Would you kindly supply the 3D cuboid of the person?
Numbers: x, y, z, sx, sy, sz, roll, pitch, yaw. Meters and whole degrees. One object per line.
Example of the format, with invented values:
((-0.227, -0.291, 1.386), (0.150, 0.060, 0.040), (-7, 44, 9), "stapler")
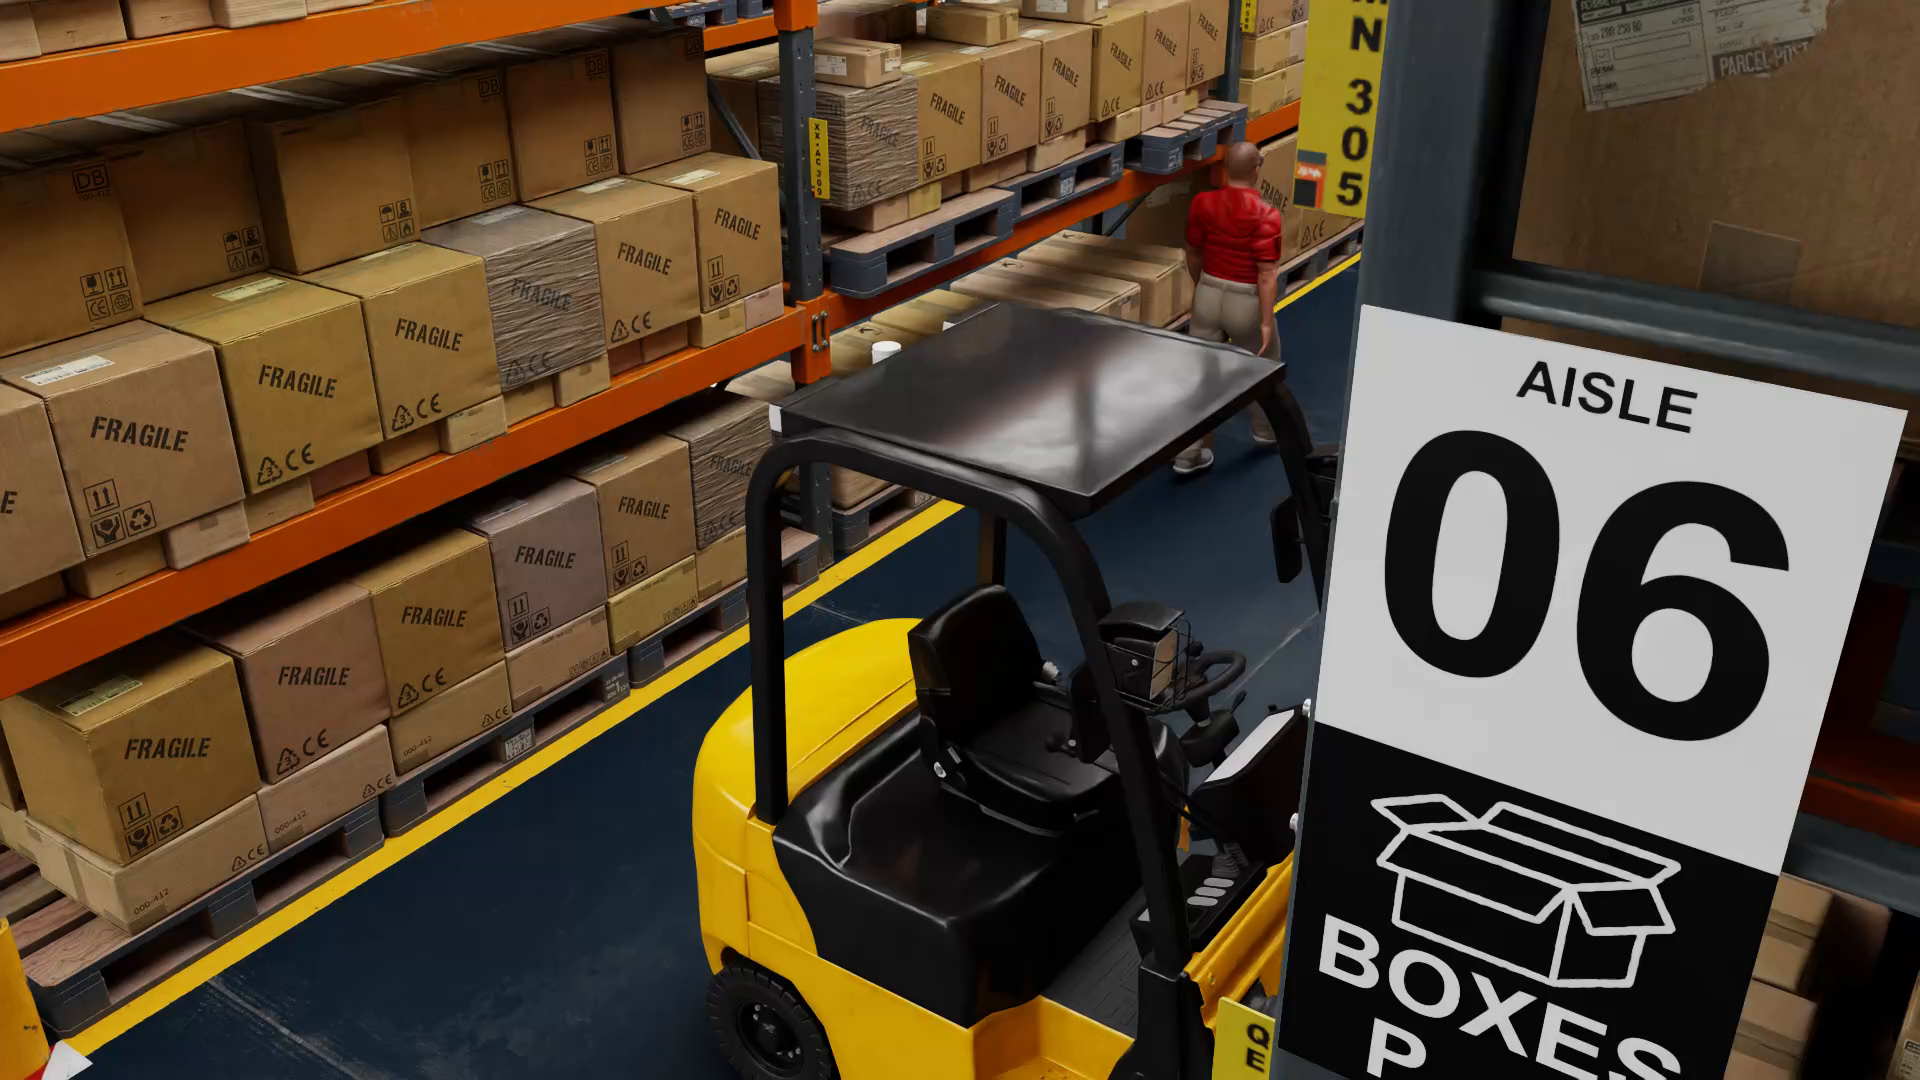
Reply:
((1.429, -1.215, 8.532), (0.563, 1.708, 0.912), (16, 31, 29), "person")
